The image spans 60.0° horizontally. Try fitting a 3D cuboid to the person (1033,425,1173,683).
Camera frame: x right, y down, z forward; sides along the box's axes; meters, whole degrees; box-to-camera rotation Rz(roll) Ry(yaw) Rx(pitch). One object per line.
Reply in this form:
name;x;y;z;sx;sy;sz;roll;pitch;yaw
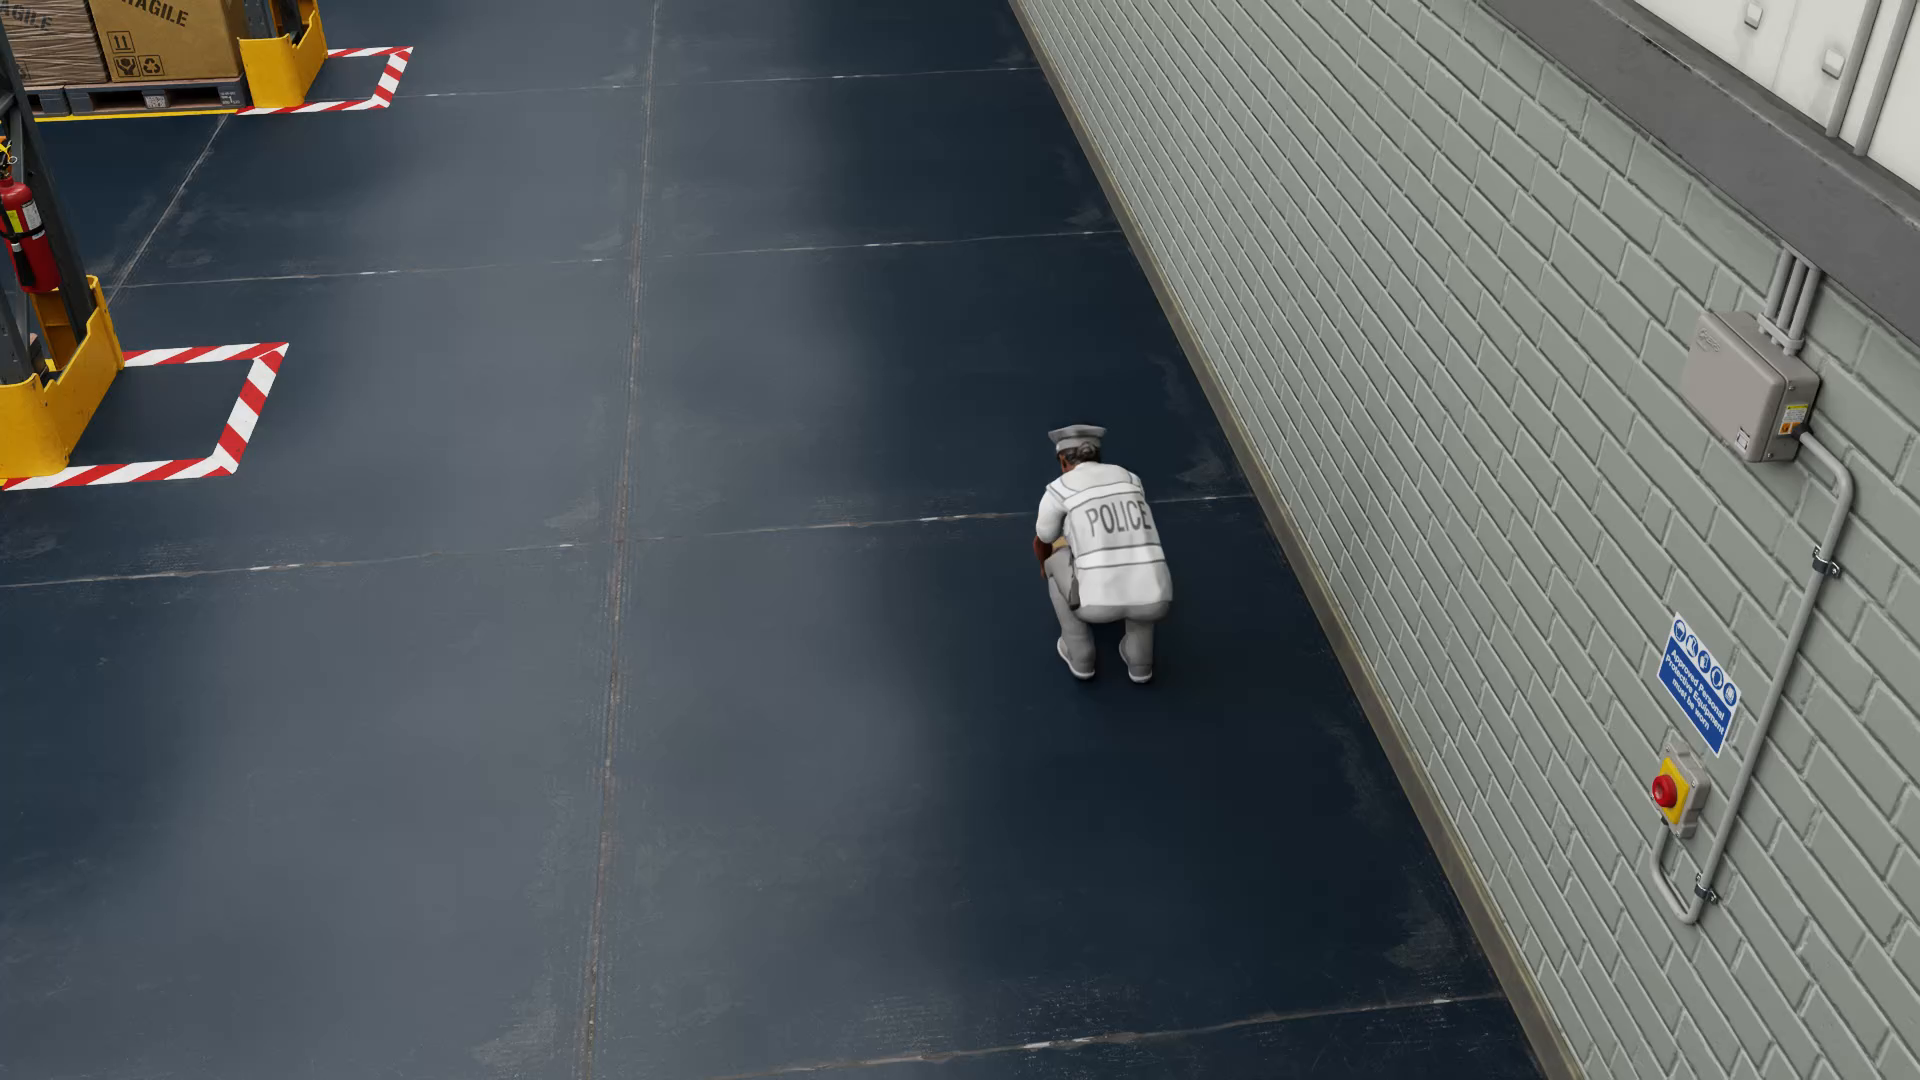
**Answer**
person;0.564;0.067;6.695;0.482;0.930;0.862;-5;35;-6
